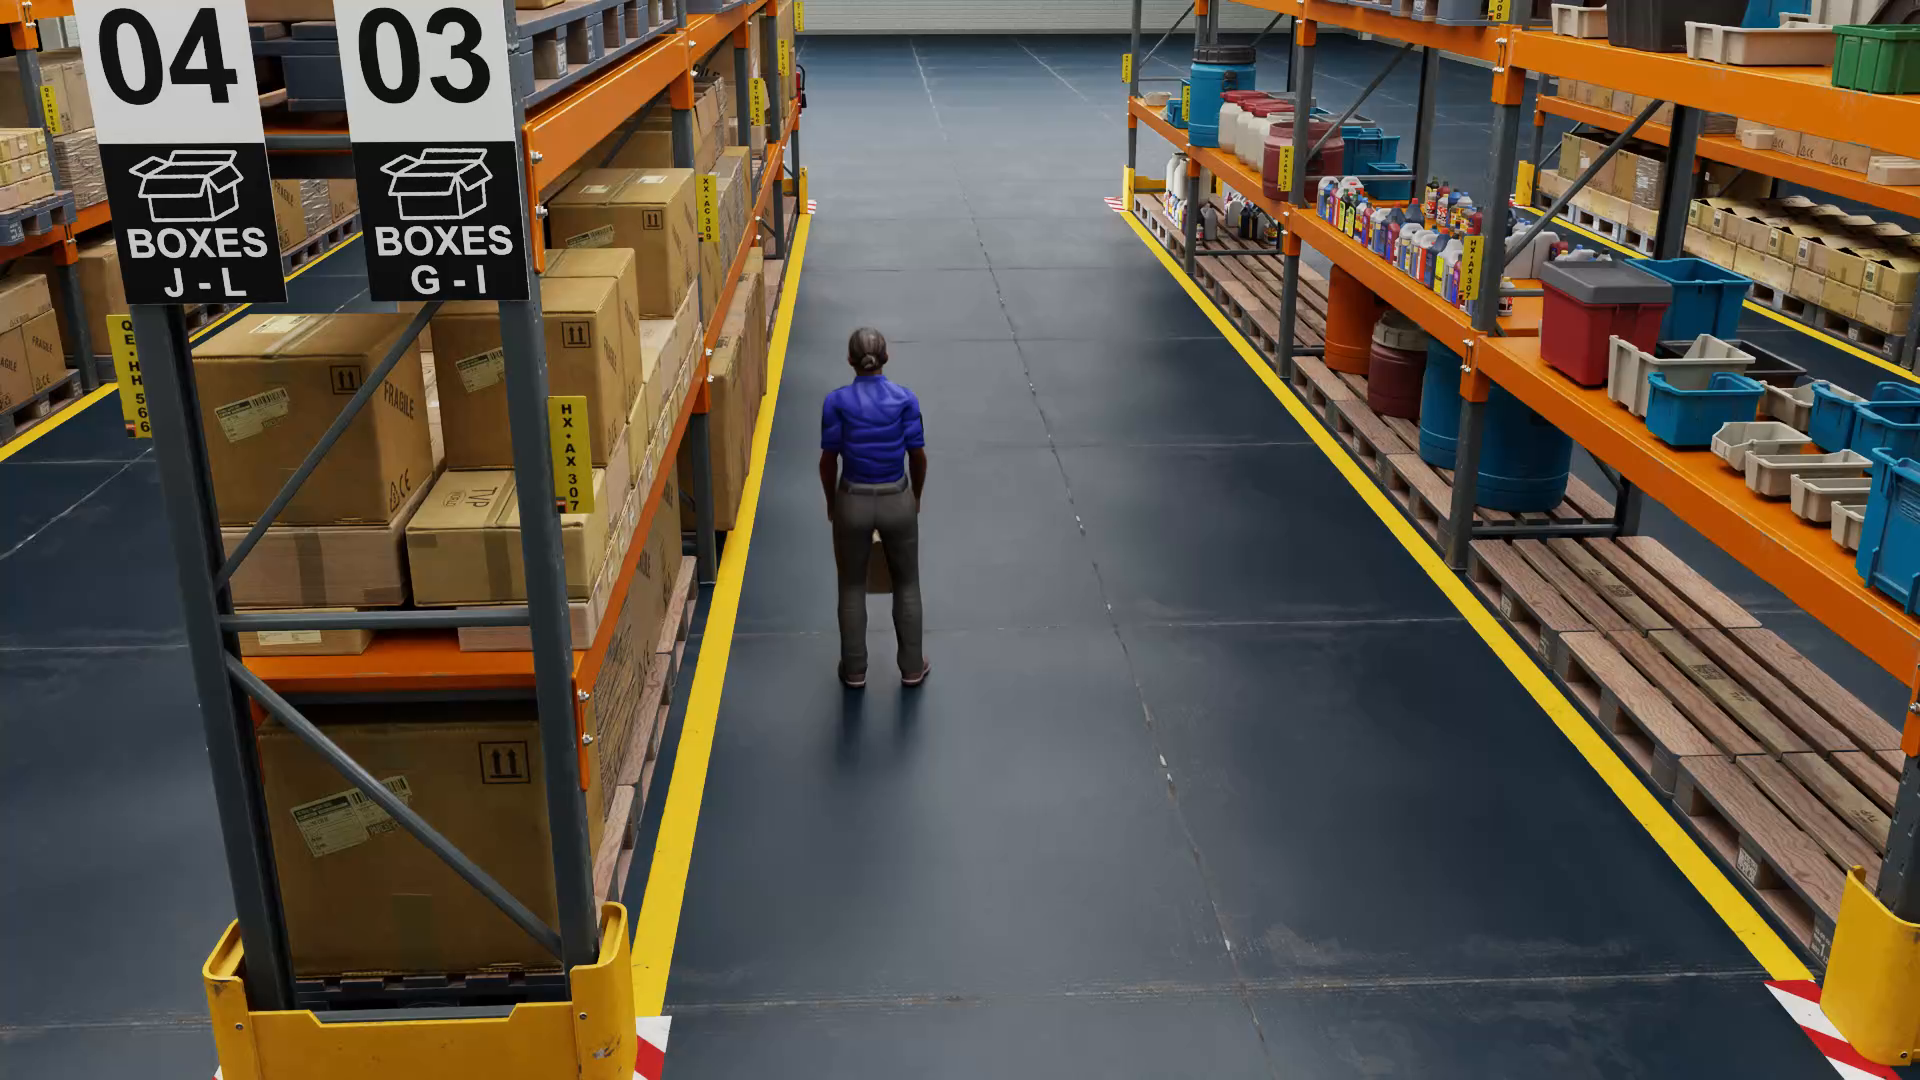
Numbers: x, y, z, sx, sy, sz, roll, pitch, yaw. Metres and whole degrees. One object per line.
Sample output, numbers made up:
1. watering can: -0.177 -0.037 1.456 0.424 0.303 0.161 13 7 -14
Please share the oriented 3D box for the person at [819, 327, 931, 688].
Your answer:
1. person: -0.377 -0.135 7.439 0.494 1.659 0.345 -2 21 -4
